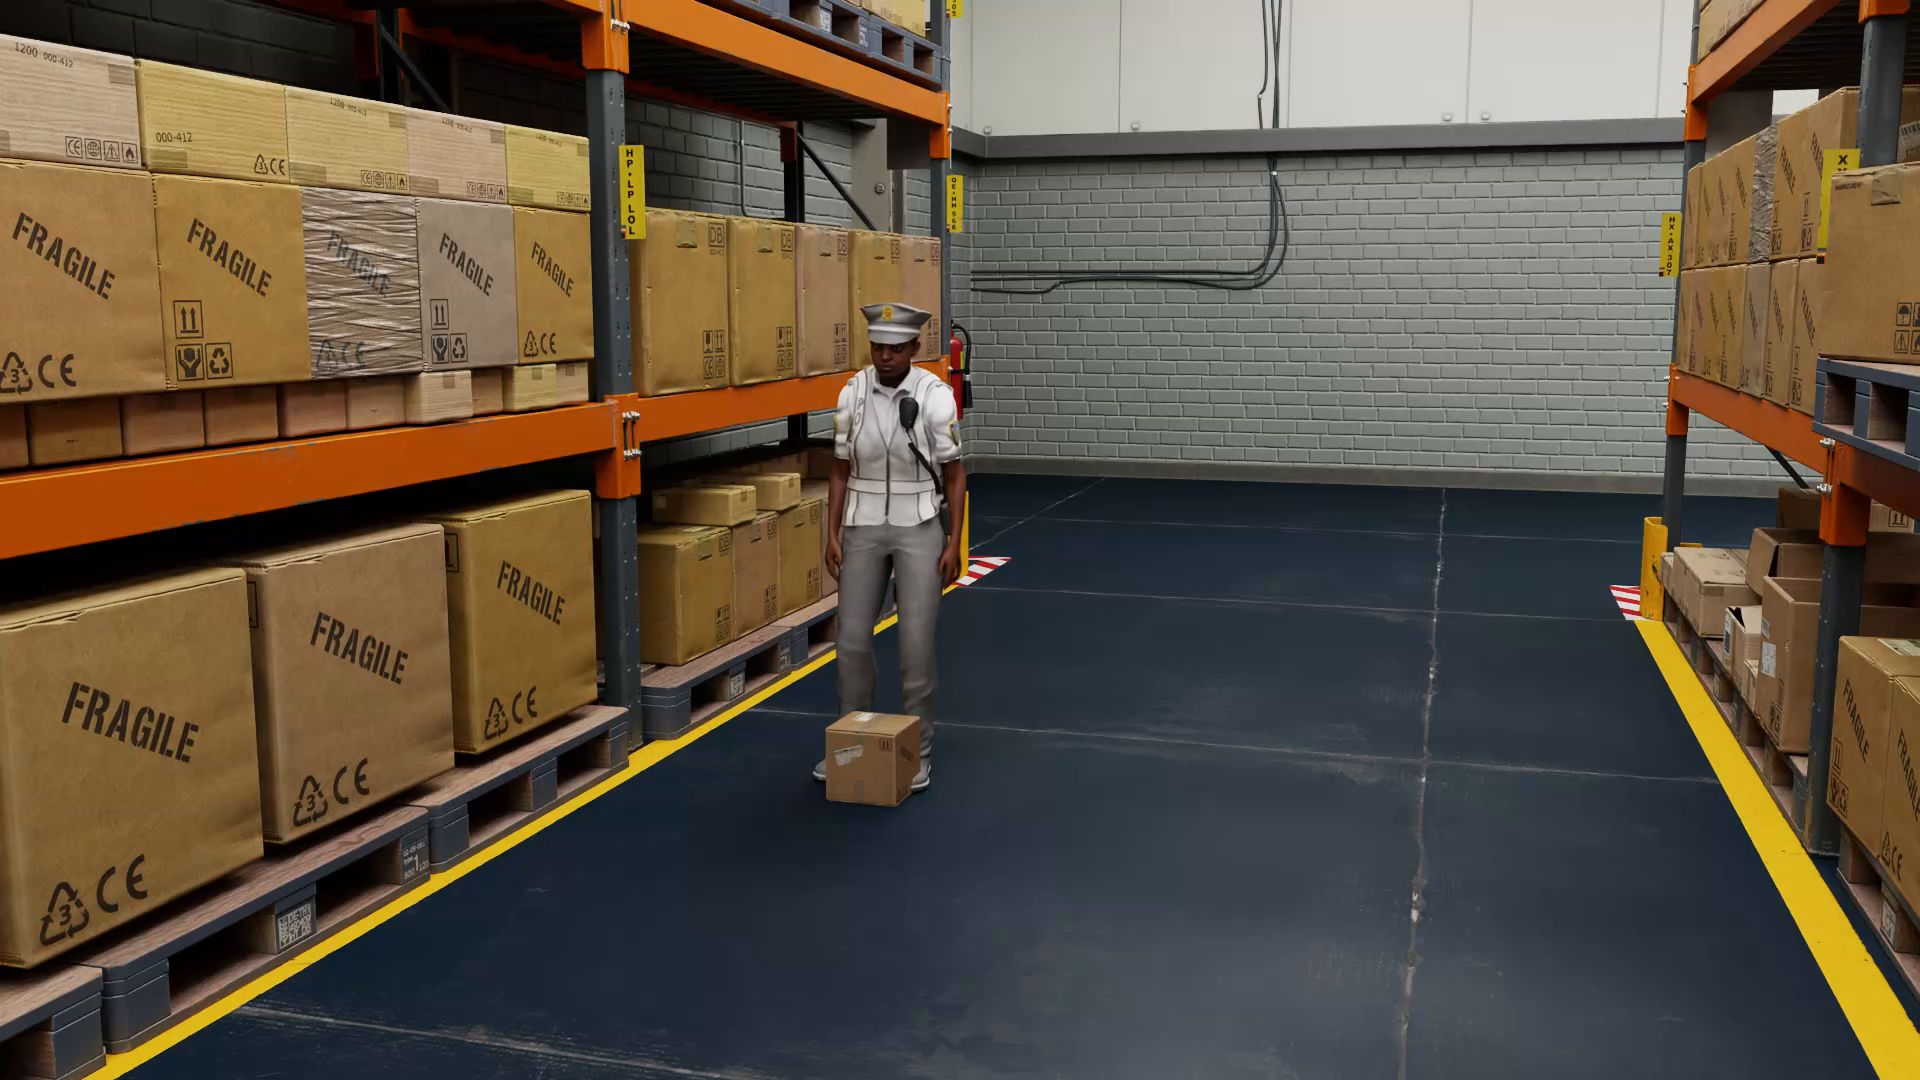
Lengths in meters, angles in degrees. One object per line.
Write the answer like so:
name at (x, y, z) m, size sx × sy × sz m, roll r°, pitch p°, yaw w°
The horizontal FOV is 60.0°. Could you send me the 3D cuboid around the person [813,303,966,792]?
person at (-0.244, 0.015, 5.751) m, size 0.517 × 1.656 × 0.418 m, roll 2°, pitch 9°, yaw 13°
